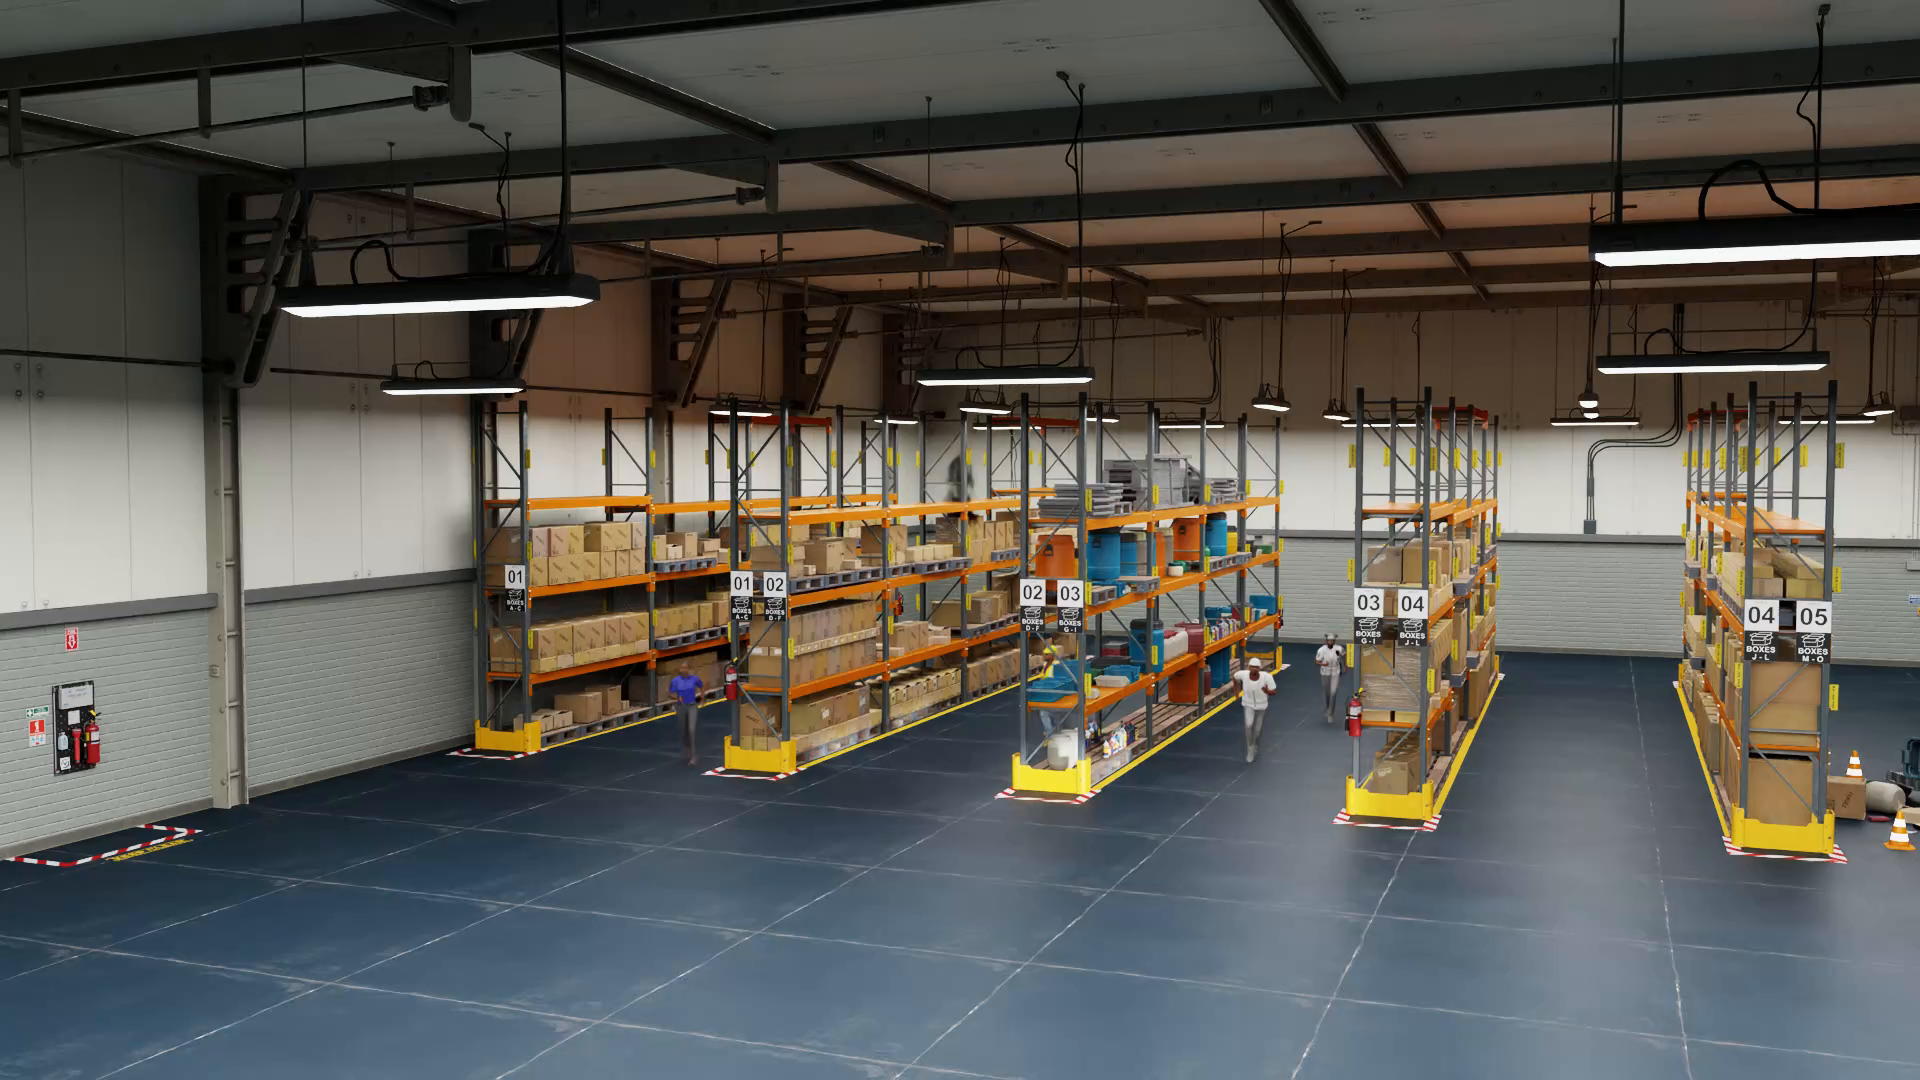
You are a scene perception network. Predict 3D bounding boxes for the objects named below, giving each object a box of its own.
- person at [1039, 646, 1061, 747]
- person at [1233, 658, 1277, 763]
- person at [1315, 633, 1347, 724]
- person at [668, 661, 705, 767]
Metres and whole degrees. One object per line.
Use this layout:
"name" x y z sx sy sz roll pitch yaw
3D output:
"person" 1.596 2.731 29.257 0.743 1.758 0.915 -2 3 -32
"person" 4.887 2.800 27.603 0.686 1.749 0.940 0 3 5
"person" 7.099 2.618 31.865 0.595 1.727 0.918 1 3 10
"person" -4.506 2.819 27.388 0.587 1.676 0.913 0 3 -2
